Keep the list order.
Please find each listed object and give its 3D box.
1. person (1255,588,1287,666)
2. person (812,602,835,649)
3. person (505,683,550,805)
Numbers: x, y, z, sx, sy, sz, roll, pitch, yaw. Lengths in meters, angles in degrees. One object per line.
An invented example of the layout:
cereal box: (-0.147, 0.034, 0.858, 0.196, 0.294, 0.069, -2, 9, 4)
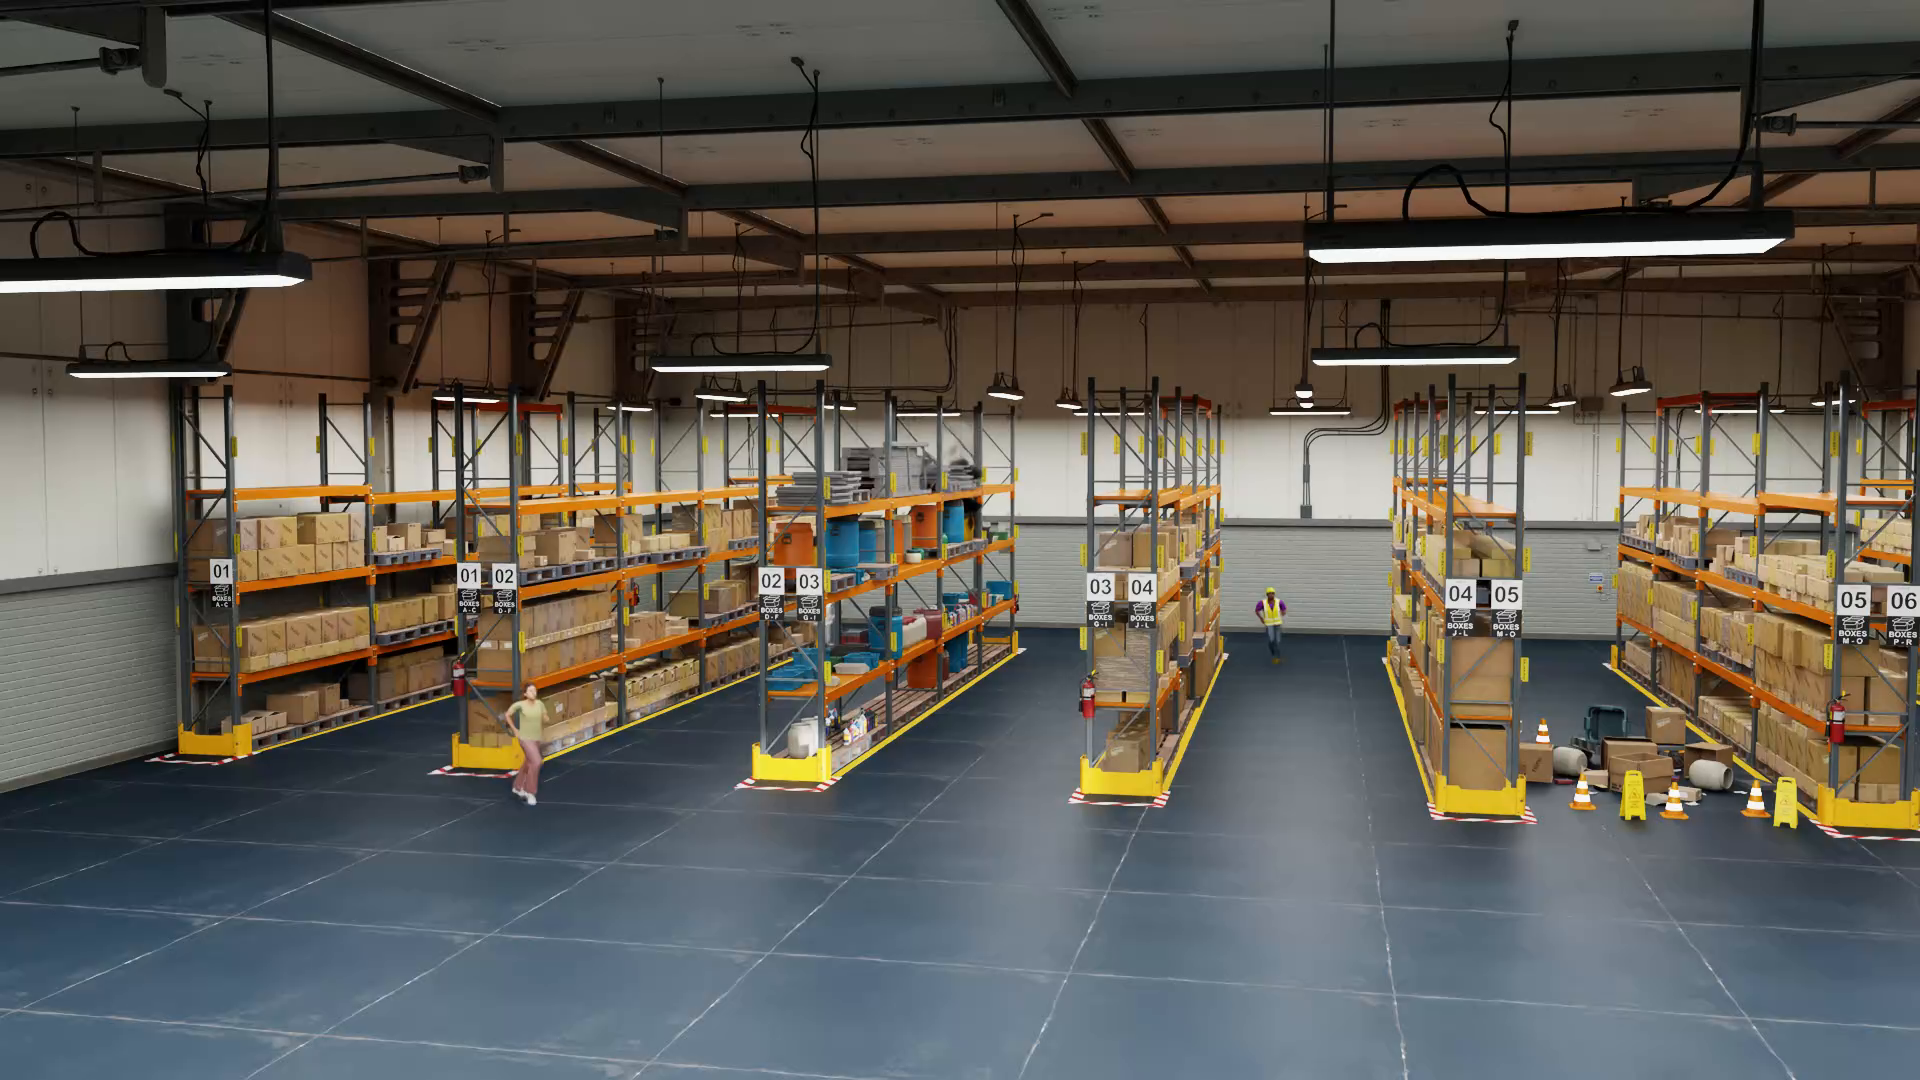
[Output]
person: (7.185, 2.000, 38.276, 0.693, 1.816, 0.730, 0, 3, -1)
person: (-2.935, 1.853, 35.314, 0.660, 1.881, 0.771, 0, 3, 6)
person: (-6.074, 2.869, 23.510, 0.717, 1.719, 0.546, 2, 4, 38)
